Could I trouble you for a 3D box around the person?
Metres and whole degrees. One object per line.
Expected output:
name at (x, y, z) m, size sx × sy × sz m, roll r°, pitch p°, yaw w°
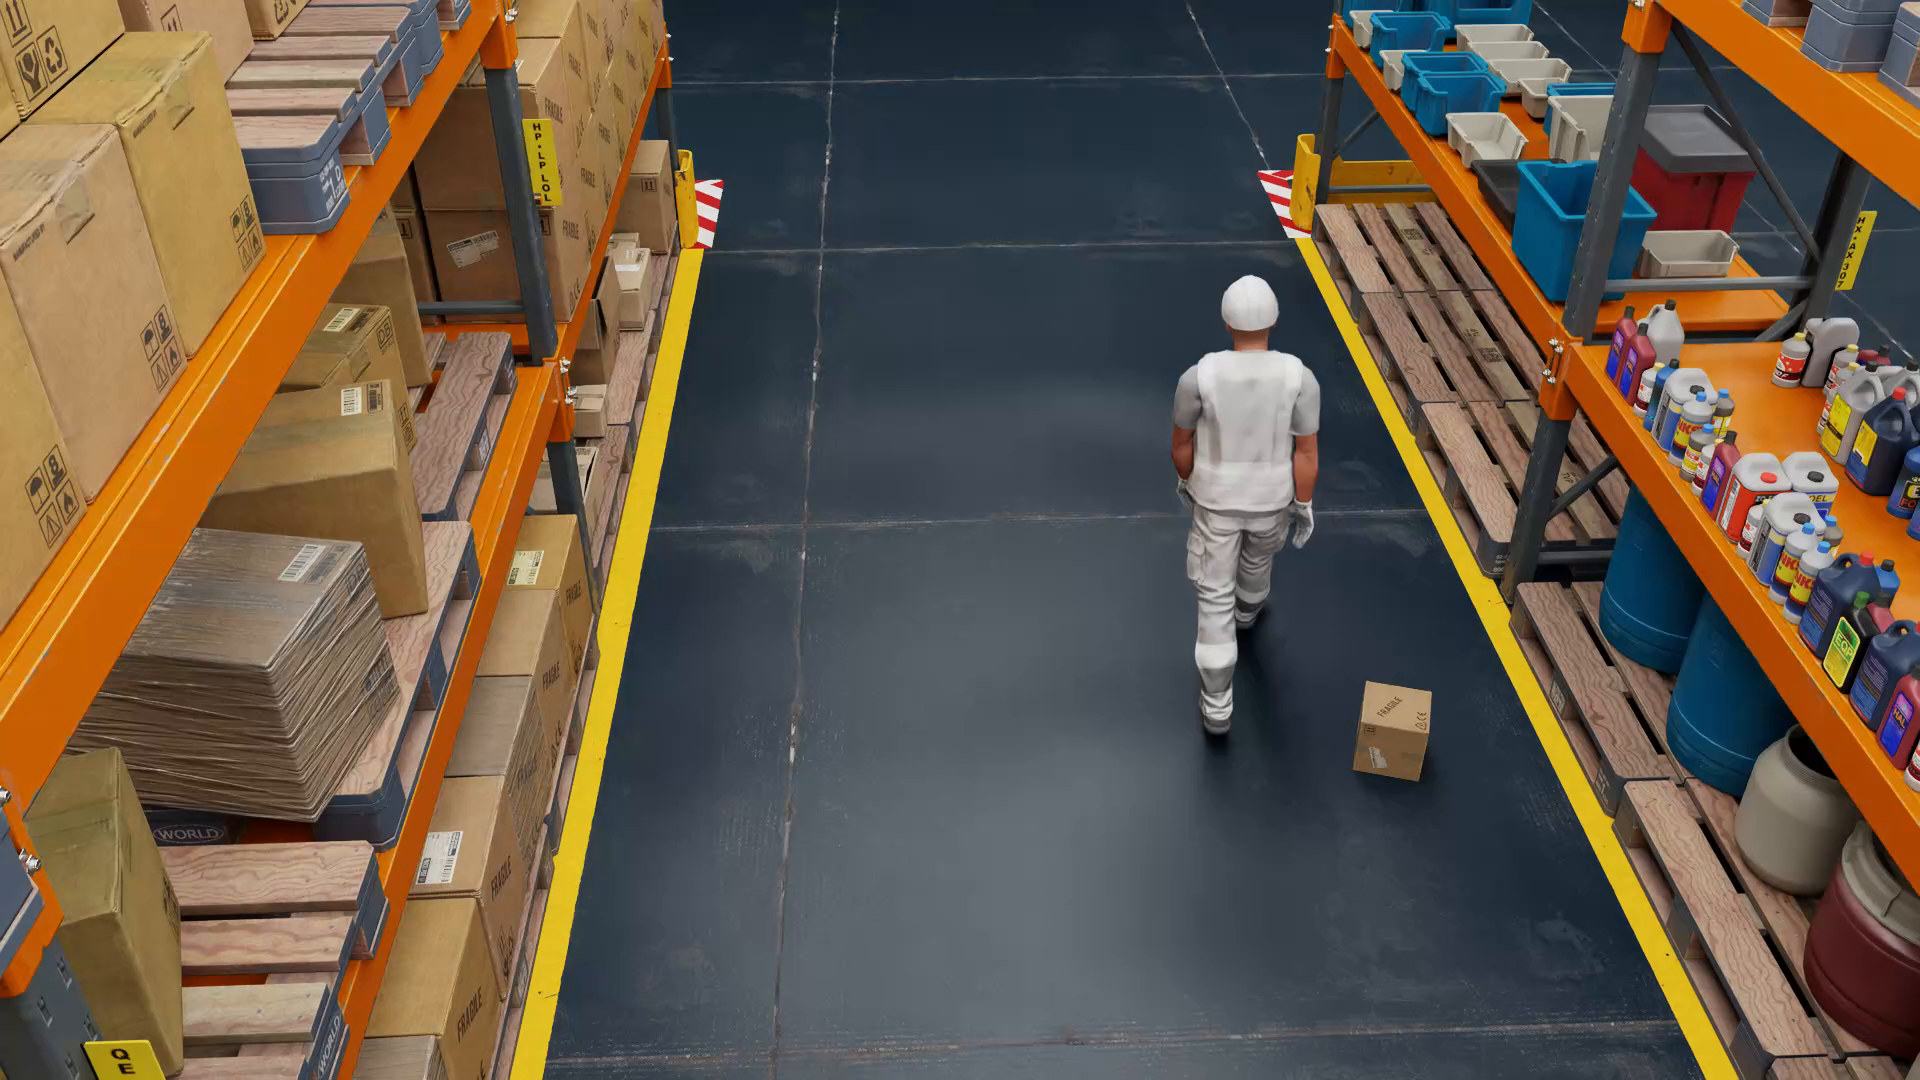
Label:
person at (1.066, -0.207, 6.397) m, size 0.552 × 1.736 × 1.001 m, roll 0°, pitch 35°, yaw 1°
